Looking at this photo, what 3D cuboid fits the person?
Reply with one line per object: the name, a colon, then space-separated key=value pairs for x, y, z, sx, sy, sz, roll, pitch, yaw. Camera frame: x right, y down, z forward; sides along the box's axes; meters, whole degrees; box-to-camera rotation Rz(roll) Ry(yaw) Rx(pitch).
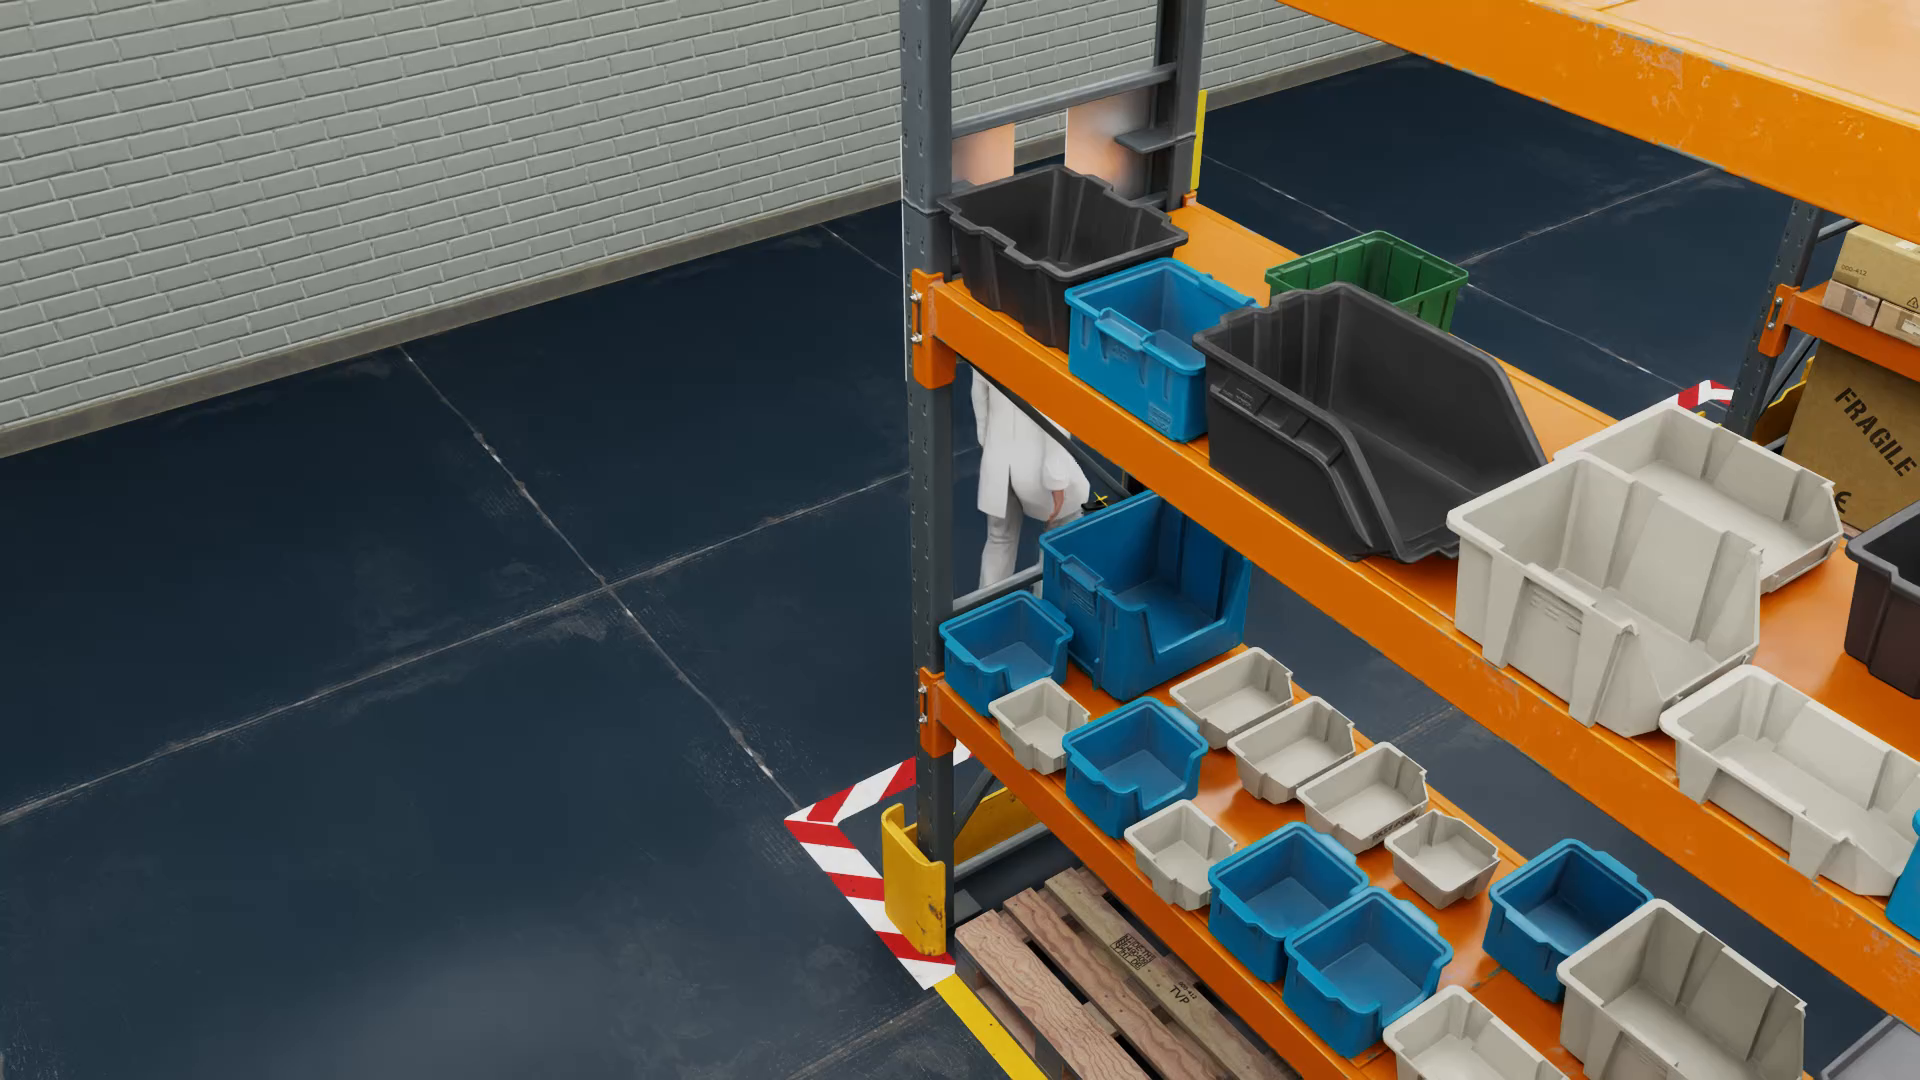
person: x=0.272 y=-0.316 z=7.469 sx=0.589 sy=1.815 sz=0.646 roll=20 pitch=41 yaw=26
